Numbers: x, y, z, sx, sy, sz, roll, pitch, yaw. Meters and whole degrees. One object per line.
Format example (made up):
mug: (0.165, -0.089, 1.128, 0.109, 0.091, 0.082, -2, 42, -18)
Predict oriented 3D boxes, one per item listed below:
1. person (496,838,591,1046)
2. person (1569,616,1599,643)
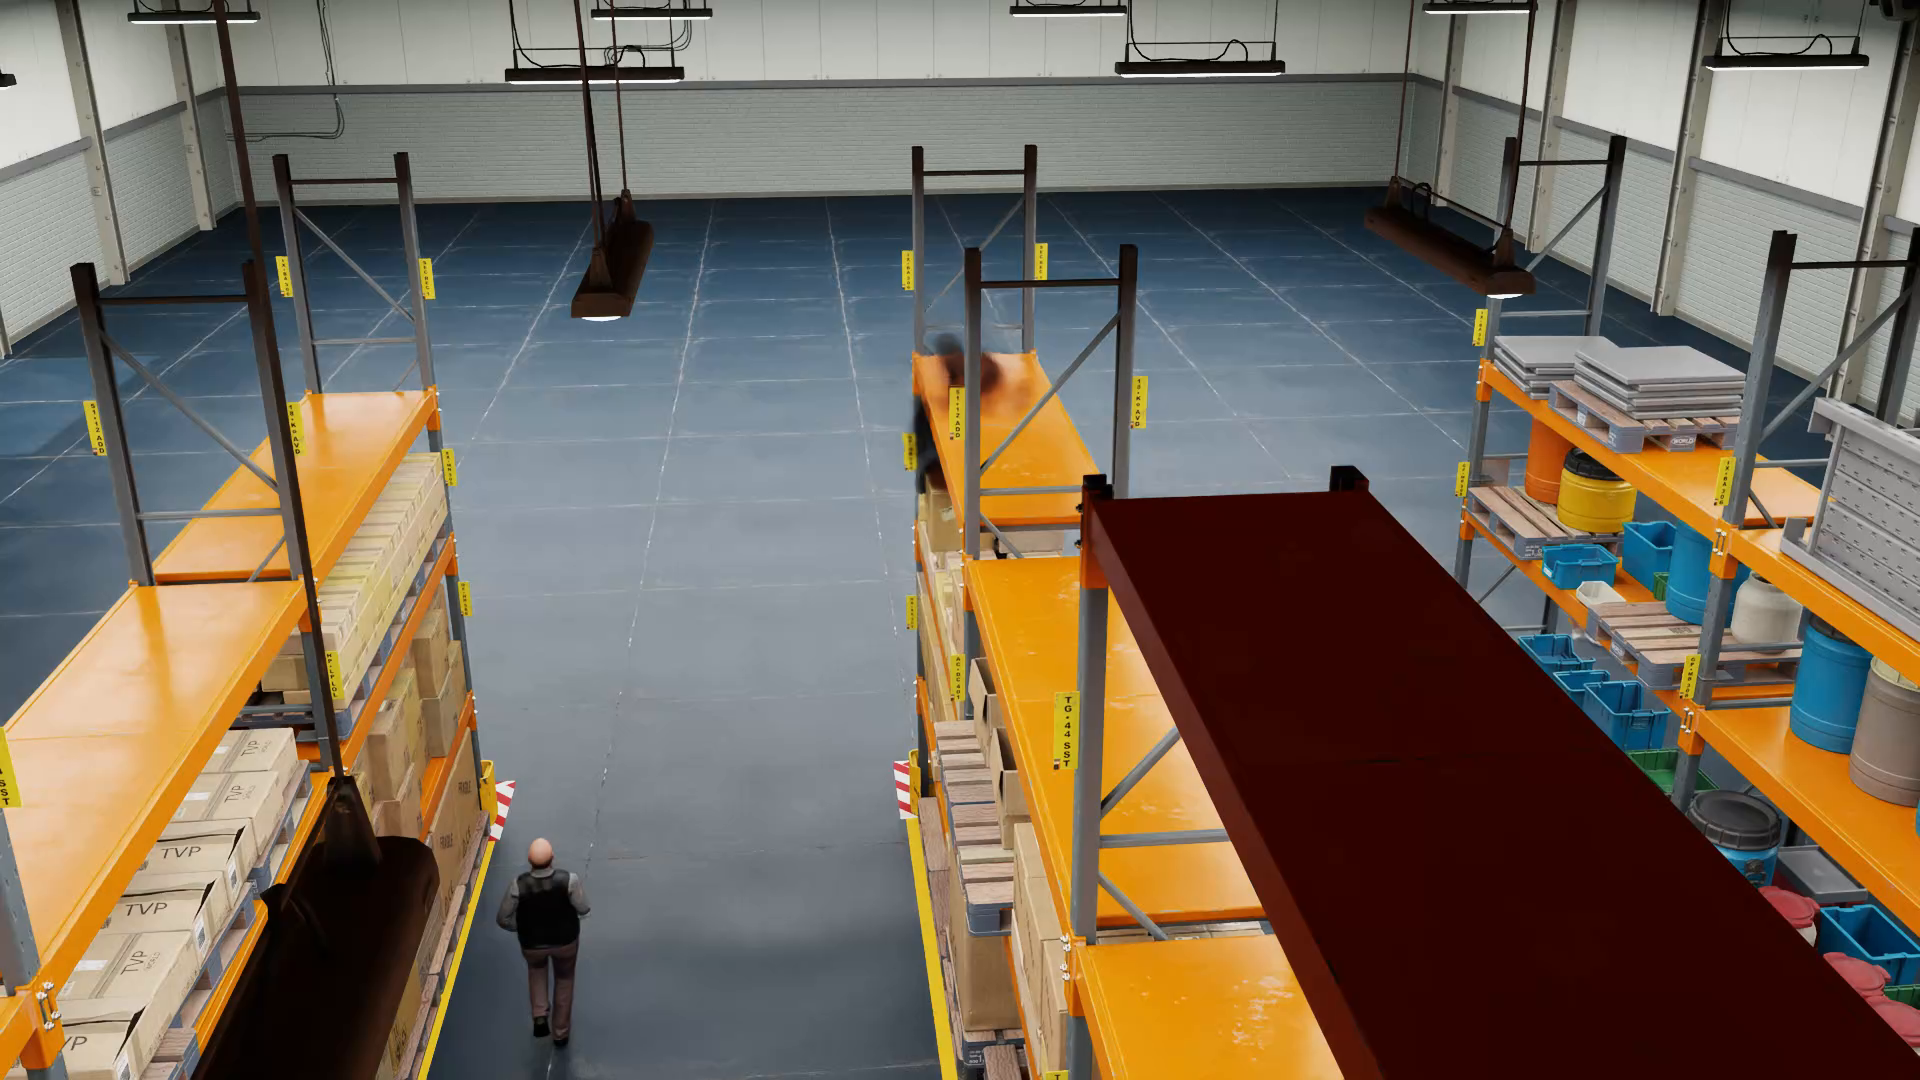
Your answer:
person: (-2.997, 2.864, 12.110, 0.651, 1.675, 0.583, -3, 22, -9)
person: (7.026, 0.500, 18.472, 0.652, 1.451, 0.558, 7, 23, 17)
